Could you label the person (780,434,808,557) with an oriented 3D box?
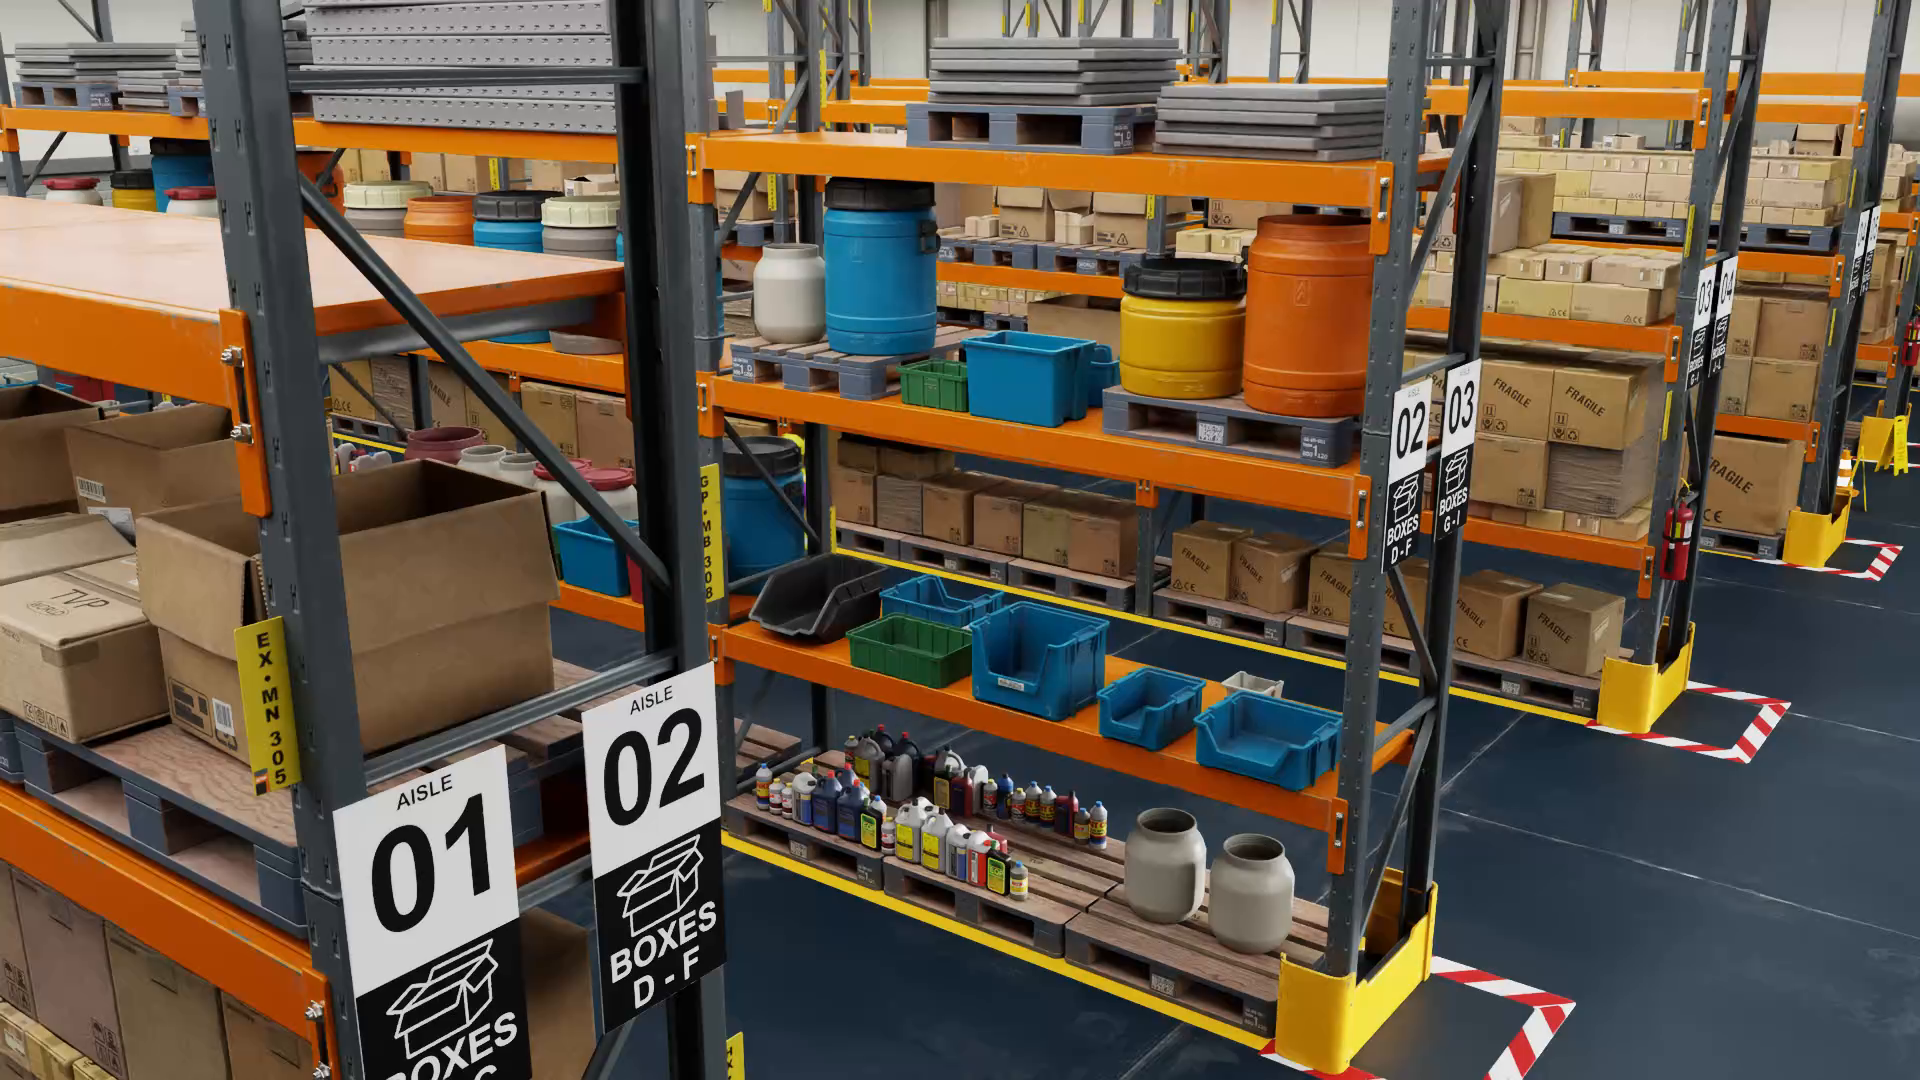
[{"bbox_3d":[-1.348,0.097,12.757,0.529,1.850,0.589,-5,17,-17],"label":"person"}]
